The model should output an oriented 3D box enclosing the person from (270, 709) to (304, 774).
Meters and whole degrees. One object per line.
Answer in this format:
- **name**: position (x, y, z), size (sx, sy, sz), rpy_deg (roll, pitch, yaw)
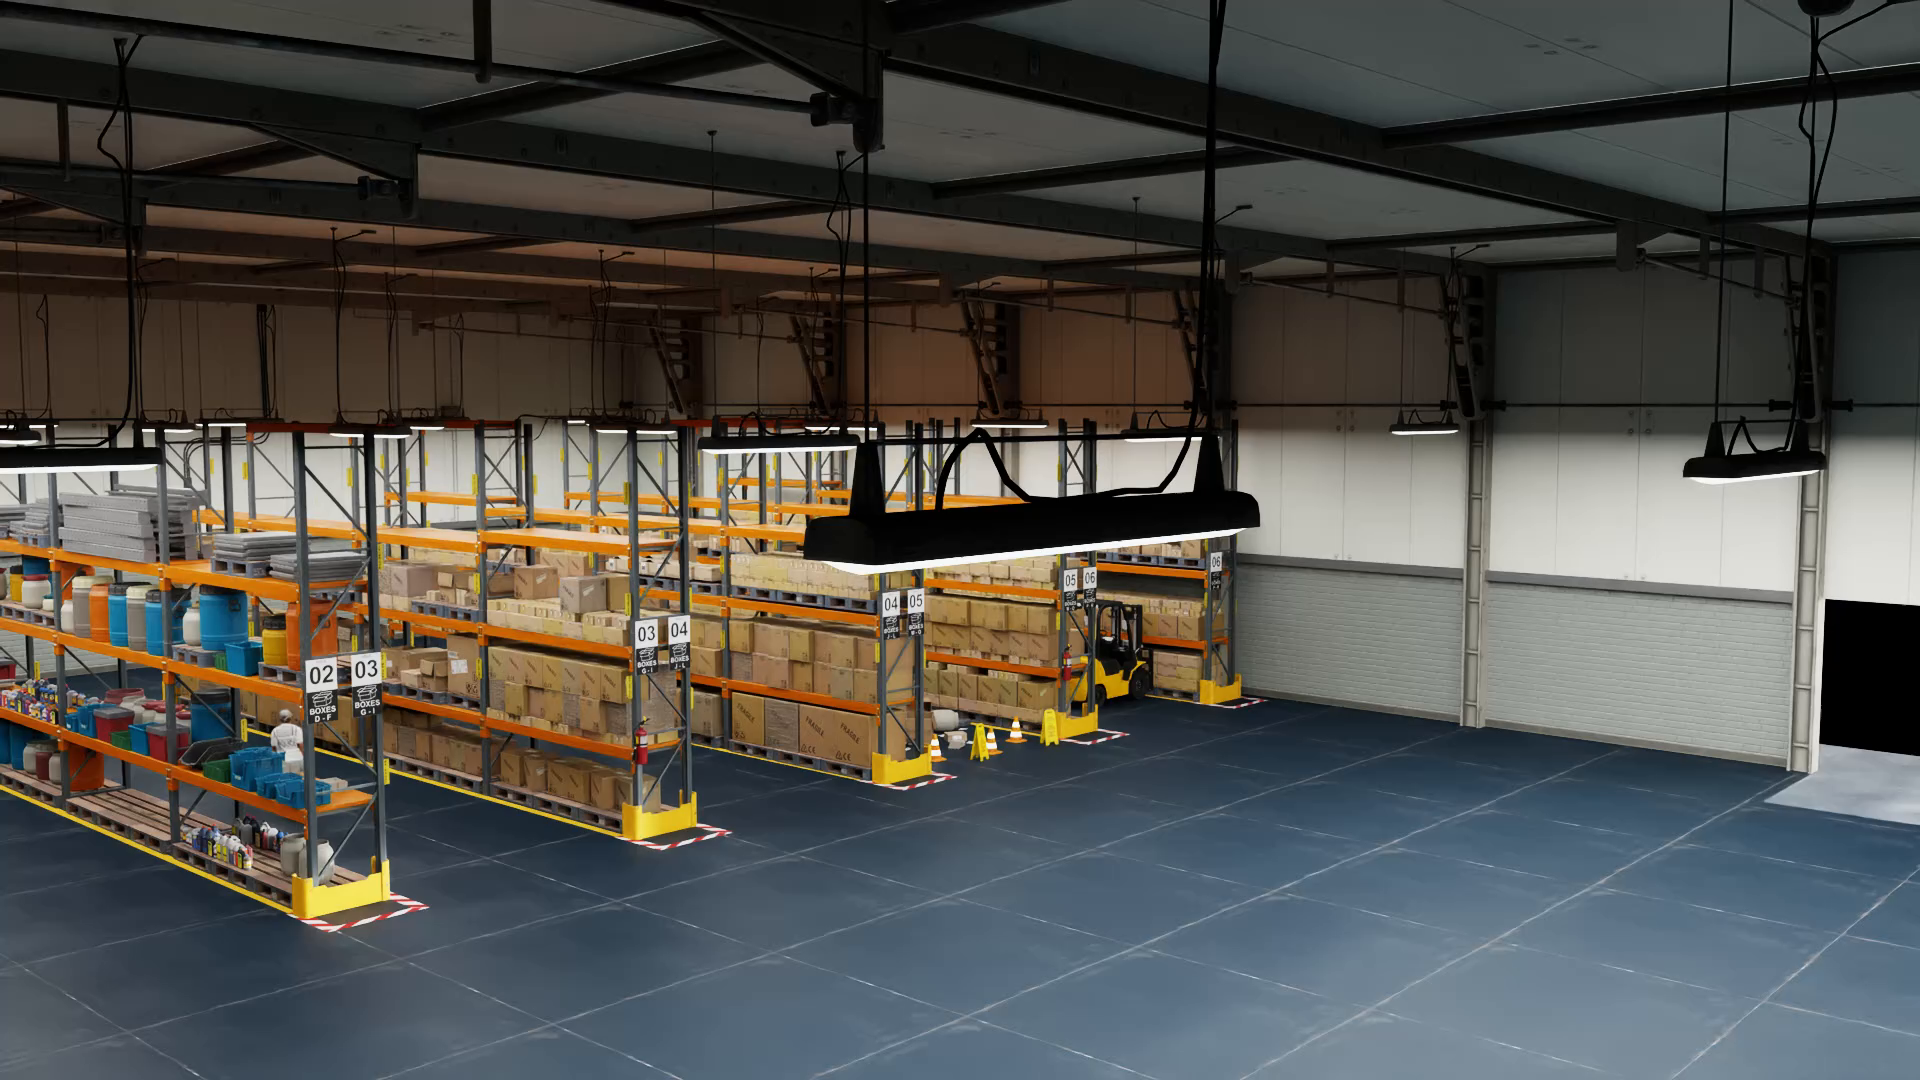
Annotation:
- **person**: position (-10.258, 3.417, 25.480), size (0.536, 1.650, 0.495), rpy_deg (-3, 6, -34)
